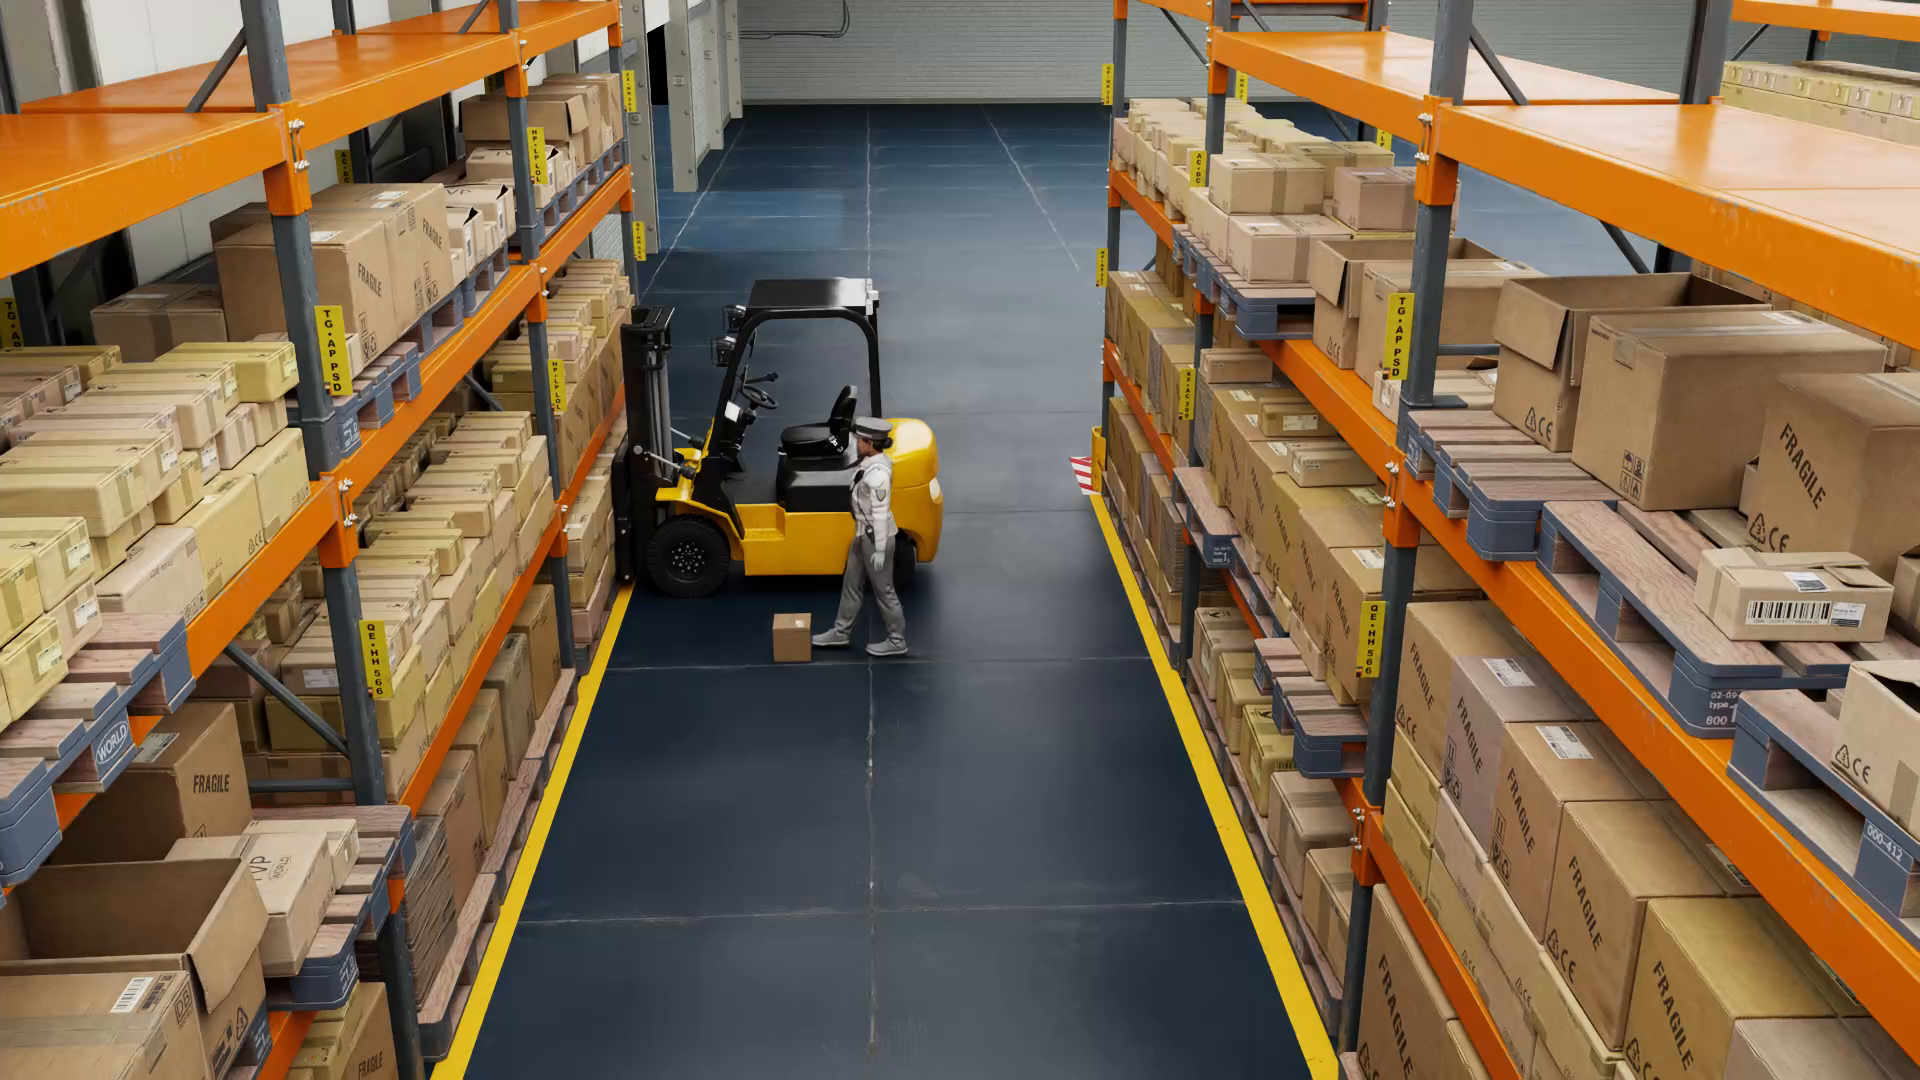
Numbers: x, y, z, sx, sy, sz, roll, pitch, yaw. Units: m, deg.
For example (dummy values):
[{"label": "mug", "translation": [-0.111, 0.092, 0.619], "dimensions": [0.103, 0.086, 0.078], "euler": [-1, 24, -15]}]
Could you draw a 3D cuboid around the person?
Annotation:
[{"label": "person", "translation": [-0.699, -0.009, 11.061], "dimensions": [0.680, 1.664, 0.507], "euler": [-2, 21, -5]}]
